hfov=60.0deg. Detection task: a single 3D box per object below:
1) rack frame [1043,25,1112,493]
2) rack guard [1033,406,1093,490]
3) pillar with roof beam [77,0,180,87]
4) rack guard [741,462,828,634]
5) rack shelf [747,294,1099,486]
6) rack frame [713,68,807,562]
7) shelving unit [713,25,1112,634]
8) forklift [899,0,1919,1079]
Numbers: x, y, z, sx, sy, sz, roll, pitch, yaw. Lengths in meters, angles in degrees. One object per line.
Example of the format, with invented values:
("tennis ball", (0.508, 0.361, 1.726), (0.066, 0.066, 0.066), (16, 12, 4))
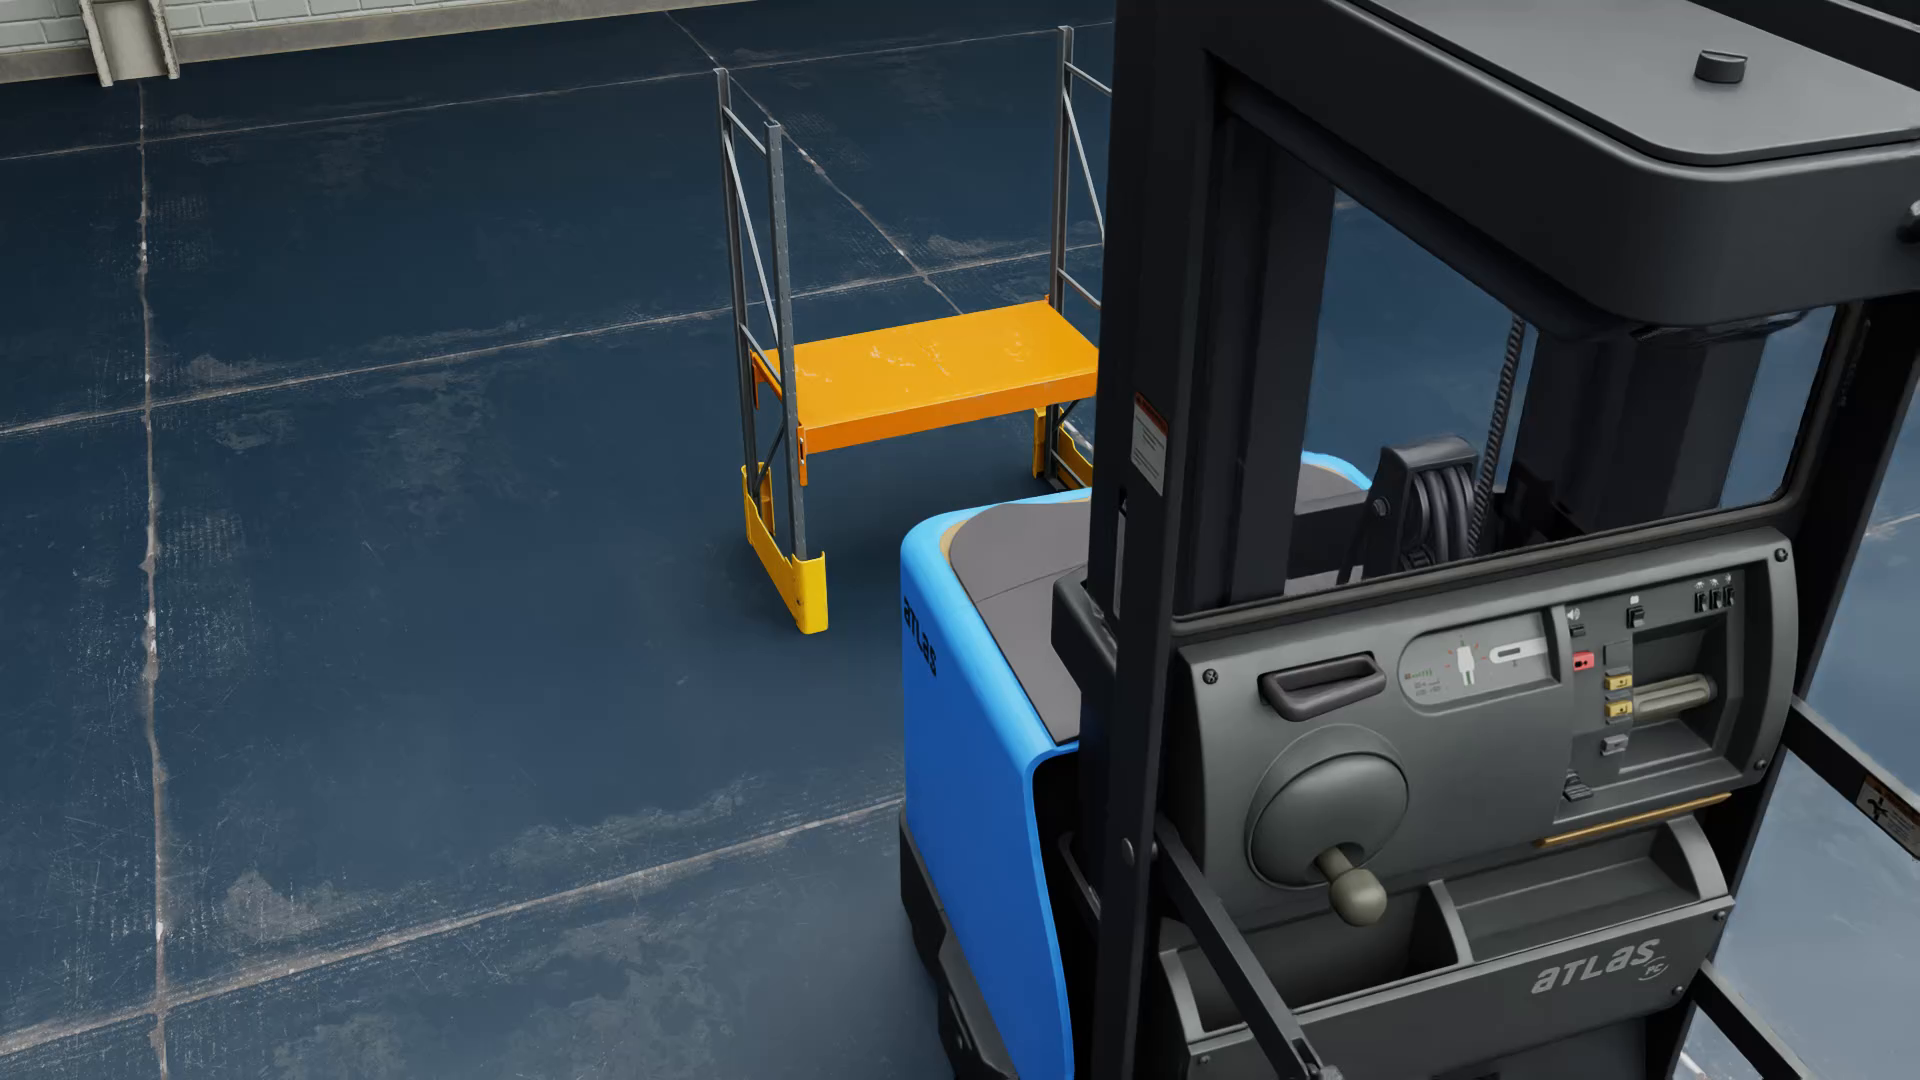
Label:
("rack frame", (0.390, -0.718, 4.978), (0.032, 1.500, 0.500), (-13, 35, -19))
("rack guard", (0.389, -0.194, 5.319), (0.087, 0.250, 0.587), (-13, 35, -19))
("pillar with roof beam", (-2.875, -4.189, 3.437), (0.400, 9.000, 9.100), (-13, 35, -19))
("rack guard", (-0.529, 0.016, 4.995), (0.087, 0.250, 0.587), (-13, 35, -19))
("rack shelf", (-0.079, -0.460, 4.911), (1.000, 0.185, 0.538), (-13, 35, -19))
("rack frame", (-0.547, -0.503, 4.648), (0.032, 1.500, 0.500), (-13, 35, -19))
("shelving unit", (-0.070, -0.613, 4.816), (1.083, 1.500, 0.587), (-13, 35, -19))
("forklift", (0.811, 0.307, 2.090), (1.130, 2.935, 3.031), (-10, 34, -15))
